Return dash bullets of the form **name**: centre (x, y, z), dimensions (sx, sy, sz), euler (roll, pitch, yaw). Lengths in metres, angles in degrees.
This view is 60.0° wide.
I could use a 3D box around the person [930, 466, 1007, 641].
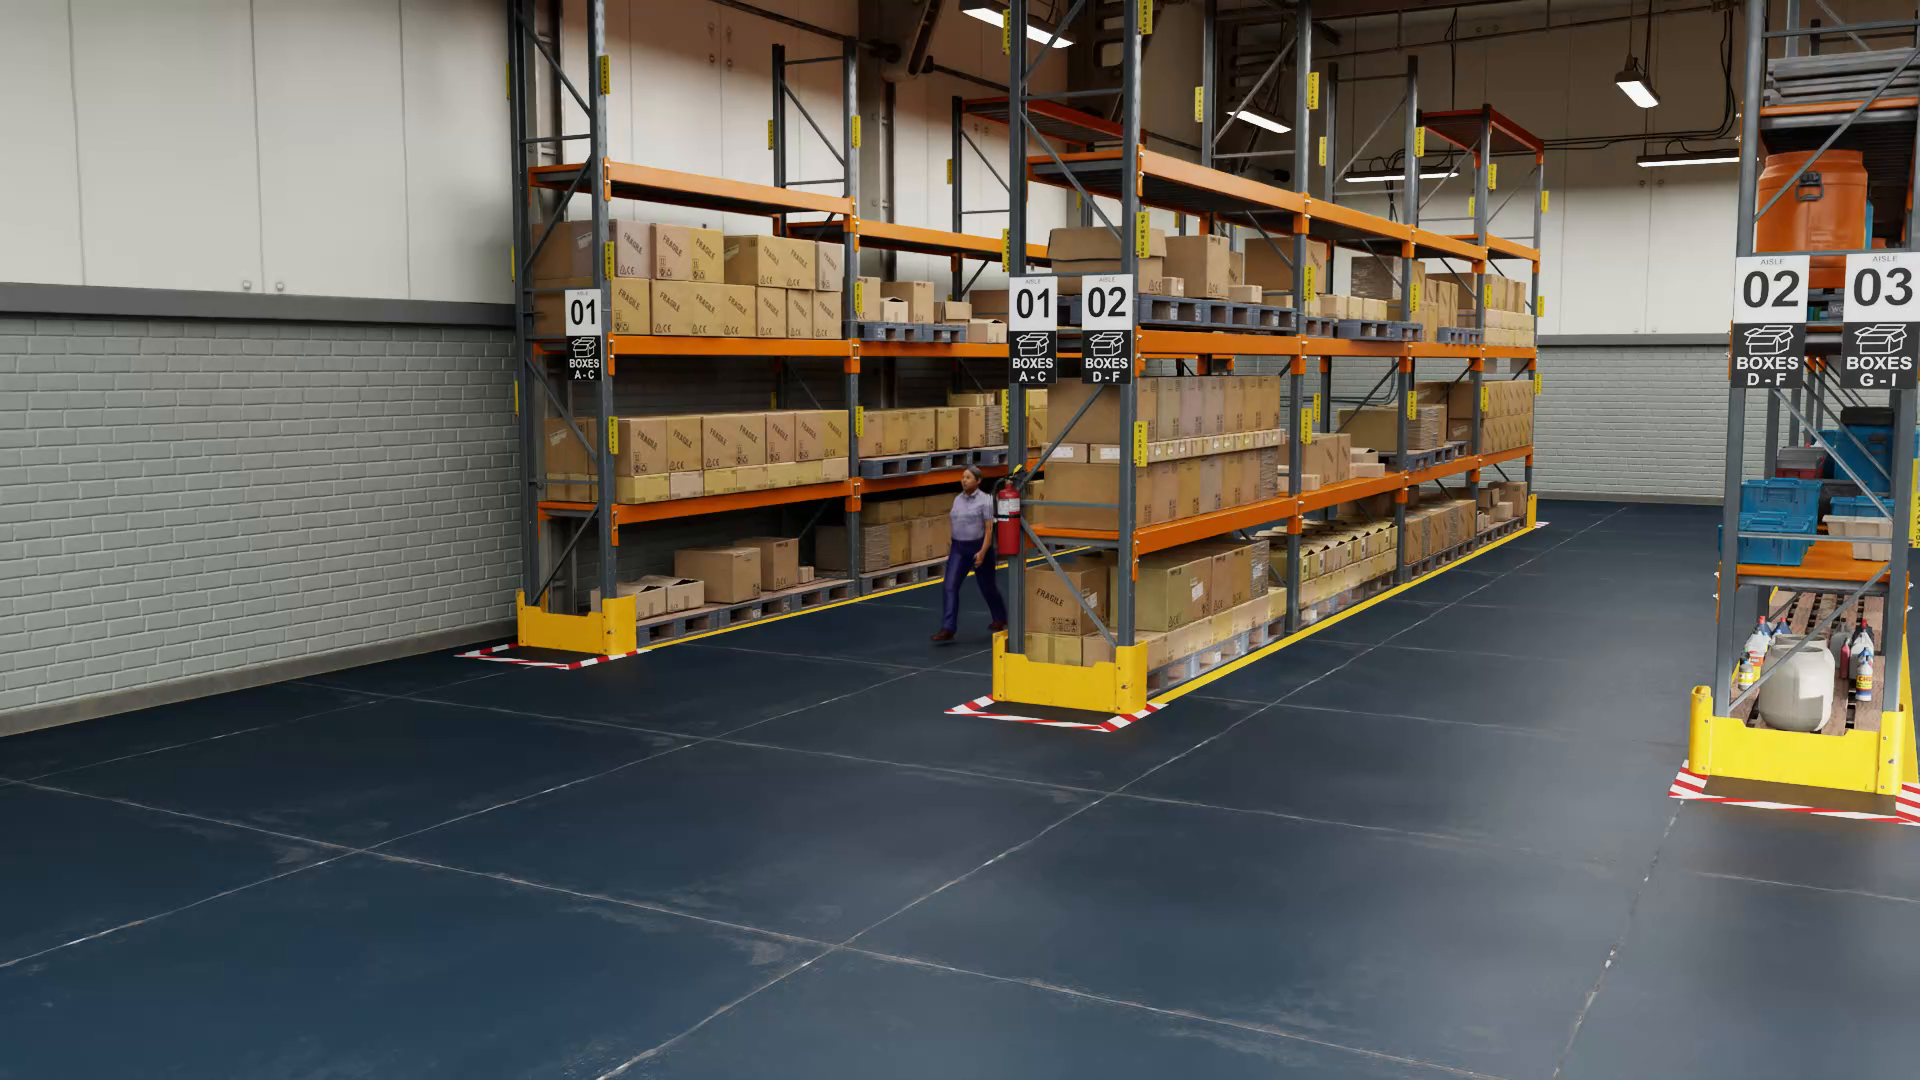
- **person**: centre (0.111, 0.123, 15.346), dimensions (0.485, 1.574, 1.031), euler (3, 7, 29)
